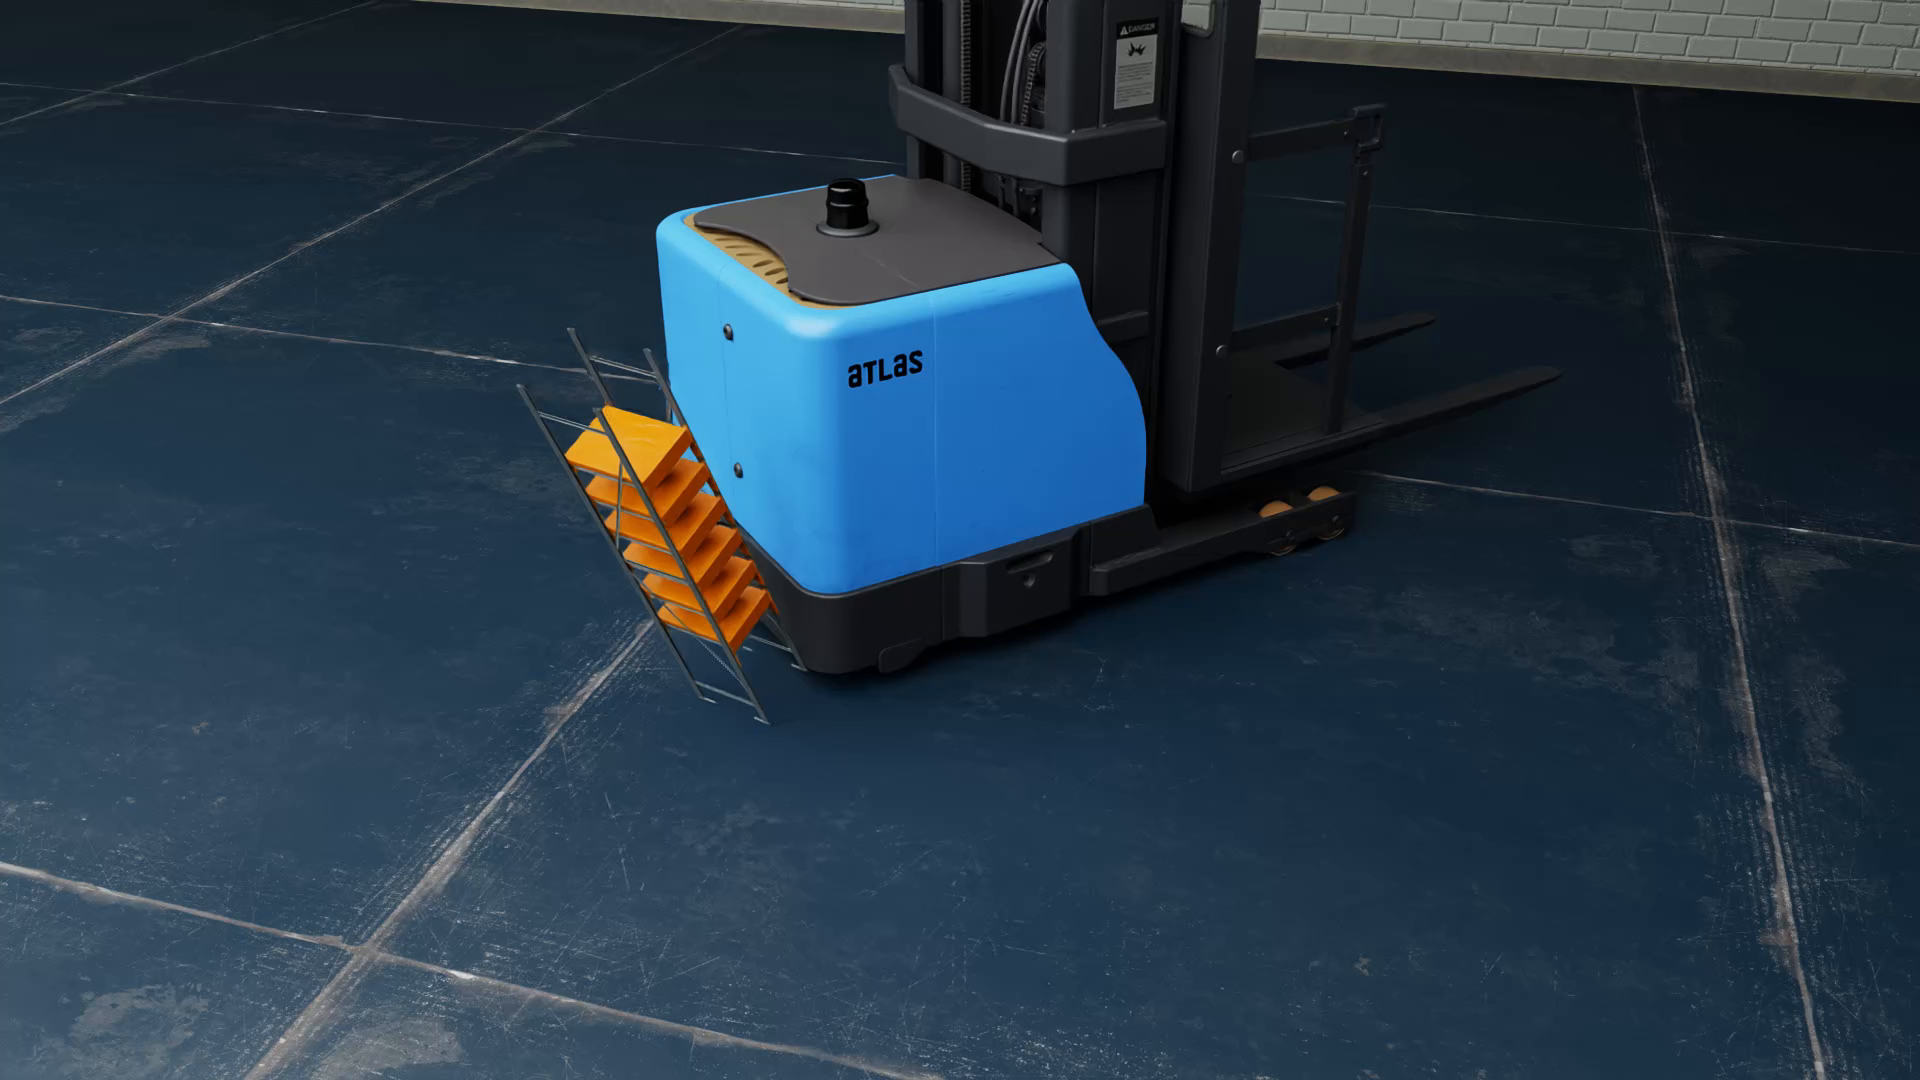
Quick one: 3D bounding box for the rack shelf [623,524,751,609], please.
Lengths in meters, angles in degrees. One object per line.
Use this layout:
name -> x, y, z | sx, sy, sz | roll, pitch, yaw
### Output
rack shelf -> -0.672, 0.037, 4.055 | 0.258, 0.103, 0.180 | 17, 57, 27

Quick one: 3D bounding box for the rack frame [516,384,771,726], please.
rack frame -> -0.726, 0.076, 3.978 | 0.240, 1.200, 0.006 | 17, 57, 27

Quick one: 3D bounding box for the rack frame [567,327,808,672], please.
rack frame -> -0.638, -0.058, 4.067 | 0.240, 1.200, 0.006 | 17, 57, 27

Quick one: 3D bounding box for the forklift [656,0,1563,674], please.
forklift -> 0.655, -1.436, 4.816 | 3.031, 2.935, 1.130 | -16, 33, -27

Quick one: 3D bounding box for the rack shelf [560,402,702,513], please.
rack shelf -> -0.749, -0.191, 3.787 | 0.258, 0.103, 0.180 | 17, 57, 27

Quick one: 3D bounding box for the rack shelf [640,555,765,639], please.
rack shelf -> -0.647, 0.113, 4.145 | 0.258, 0.103, 0.180 | 17, 57, 27

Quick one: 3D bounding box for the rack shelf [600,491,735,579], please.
rack shelf -> -0.698, -0.039, 3.966 | 0.258, 0.103, 0.180 | 17, 57, 27

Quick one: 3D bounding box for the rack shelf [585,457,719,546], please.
rack shelf -> -0.724, -0.115, 3.877 | 0.258, 0.103, 0.180 | 17, 57, 27

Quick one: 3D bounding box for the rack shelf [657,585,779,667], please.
rack shelf -> -0.621, 0.189, 4.234 | 0.258, 0.103, 0.180 | 17, 57, 27

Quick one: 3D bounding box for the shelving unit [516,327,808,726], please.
shelving unit -> -0.682, 0.009, 4.022 | 0.258, 1.200, 0.189 | 17, 57, 27
